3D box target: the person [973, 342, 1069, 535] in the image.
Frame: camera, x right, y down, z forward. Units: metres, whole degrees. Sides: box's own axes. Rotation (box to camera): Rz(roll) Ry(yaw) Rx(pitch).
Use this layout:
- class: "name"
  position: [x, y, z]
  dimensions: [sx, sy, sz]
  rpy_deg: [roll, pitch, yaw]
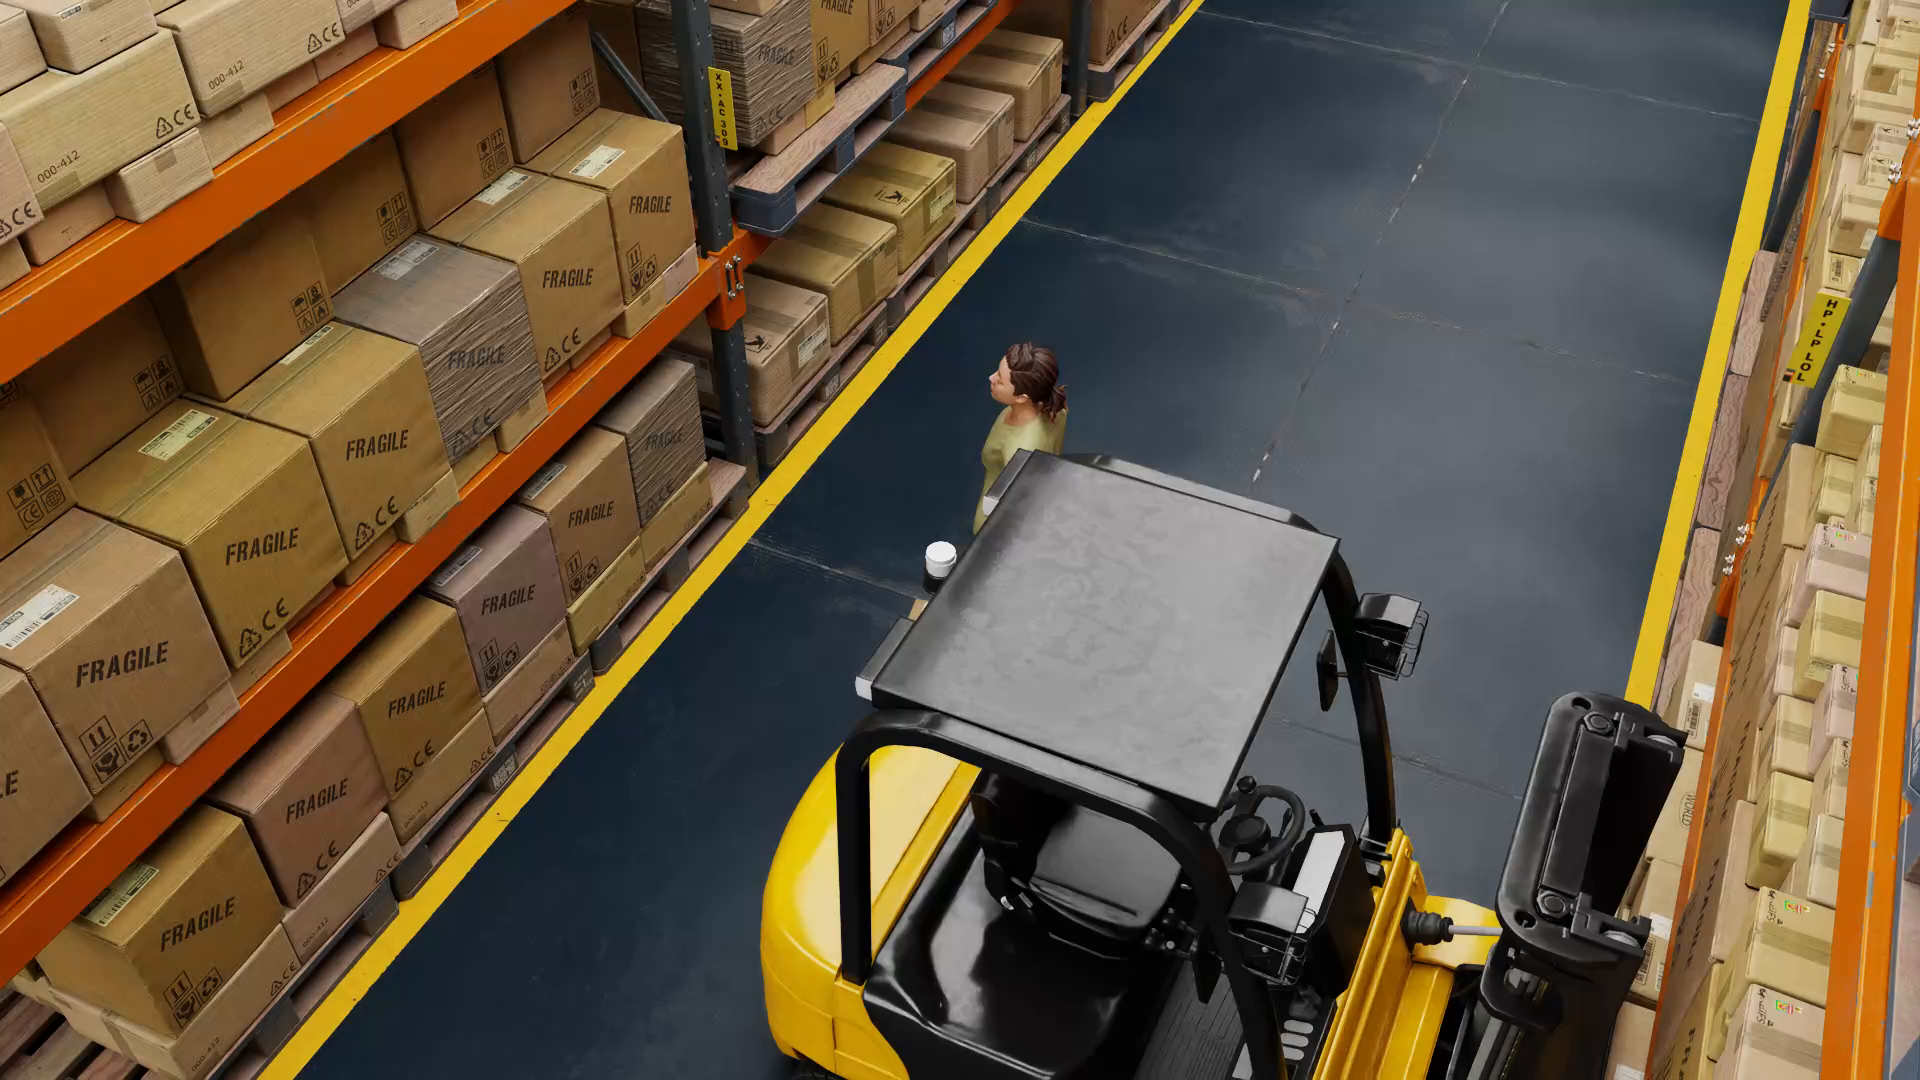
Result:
- class: "person"
  position: [0.127, -0.082, 6.238]
  dimensions: [0.549, 1.676, 0.554]
  rpy_deg: [12, 43, 13]
